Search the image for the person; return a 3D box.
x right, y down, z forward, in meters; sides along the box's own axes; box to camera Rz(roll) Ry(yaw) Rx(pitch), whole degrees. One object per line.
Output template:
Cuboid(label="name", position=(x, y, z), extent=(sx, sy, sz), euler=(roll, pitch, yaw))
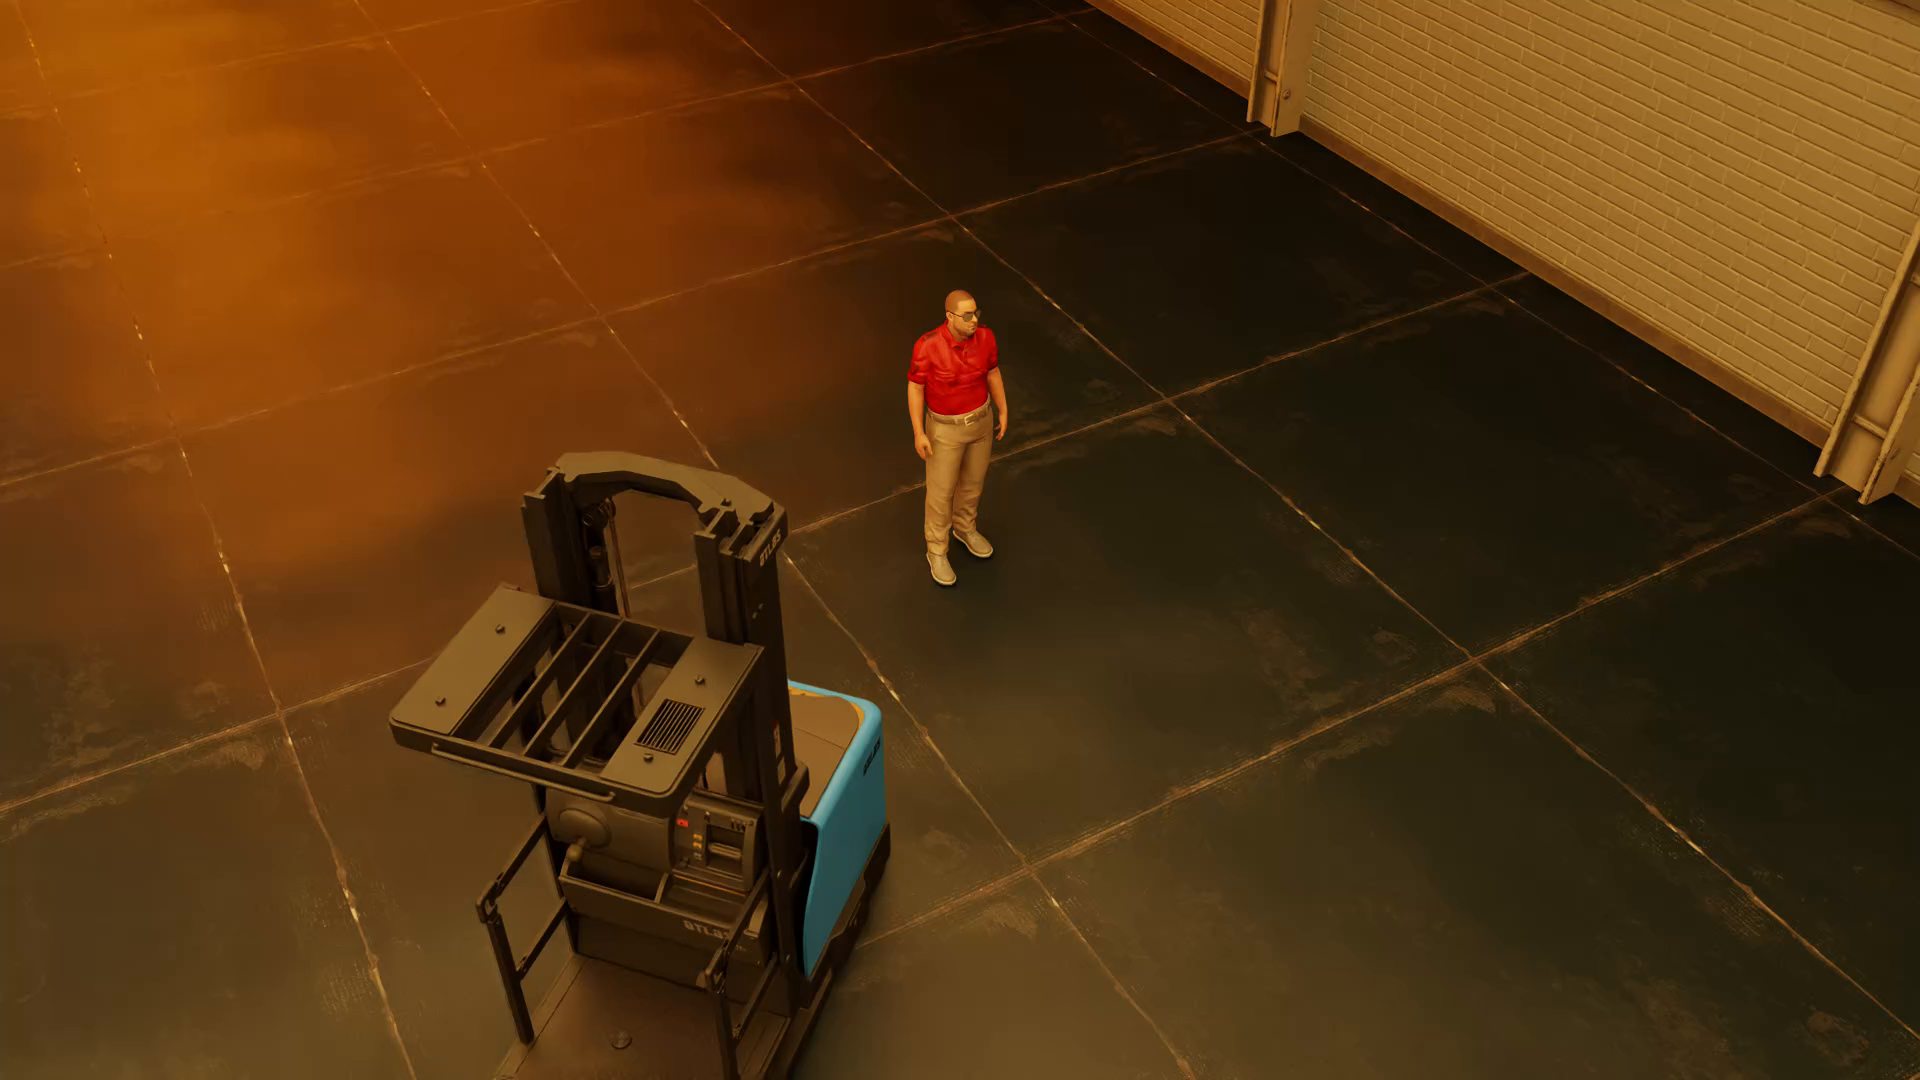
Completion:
Cuboid(label="person", position=(0.035, -0.618, 9.710), extent=(0.641, 1.728, 0.550), euler=(-20, 44, -23))

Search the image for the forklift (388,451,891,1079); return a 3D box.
Cuboid(label="forklift", position=(-1.312, 1.244, 6.536), extent=(1.130, 2.935, 3.031), euler=(13, 41, 15))
